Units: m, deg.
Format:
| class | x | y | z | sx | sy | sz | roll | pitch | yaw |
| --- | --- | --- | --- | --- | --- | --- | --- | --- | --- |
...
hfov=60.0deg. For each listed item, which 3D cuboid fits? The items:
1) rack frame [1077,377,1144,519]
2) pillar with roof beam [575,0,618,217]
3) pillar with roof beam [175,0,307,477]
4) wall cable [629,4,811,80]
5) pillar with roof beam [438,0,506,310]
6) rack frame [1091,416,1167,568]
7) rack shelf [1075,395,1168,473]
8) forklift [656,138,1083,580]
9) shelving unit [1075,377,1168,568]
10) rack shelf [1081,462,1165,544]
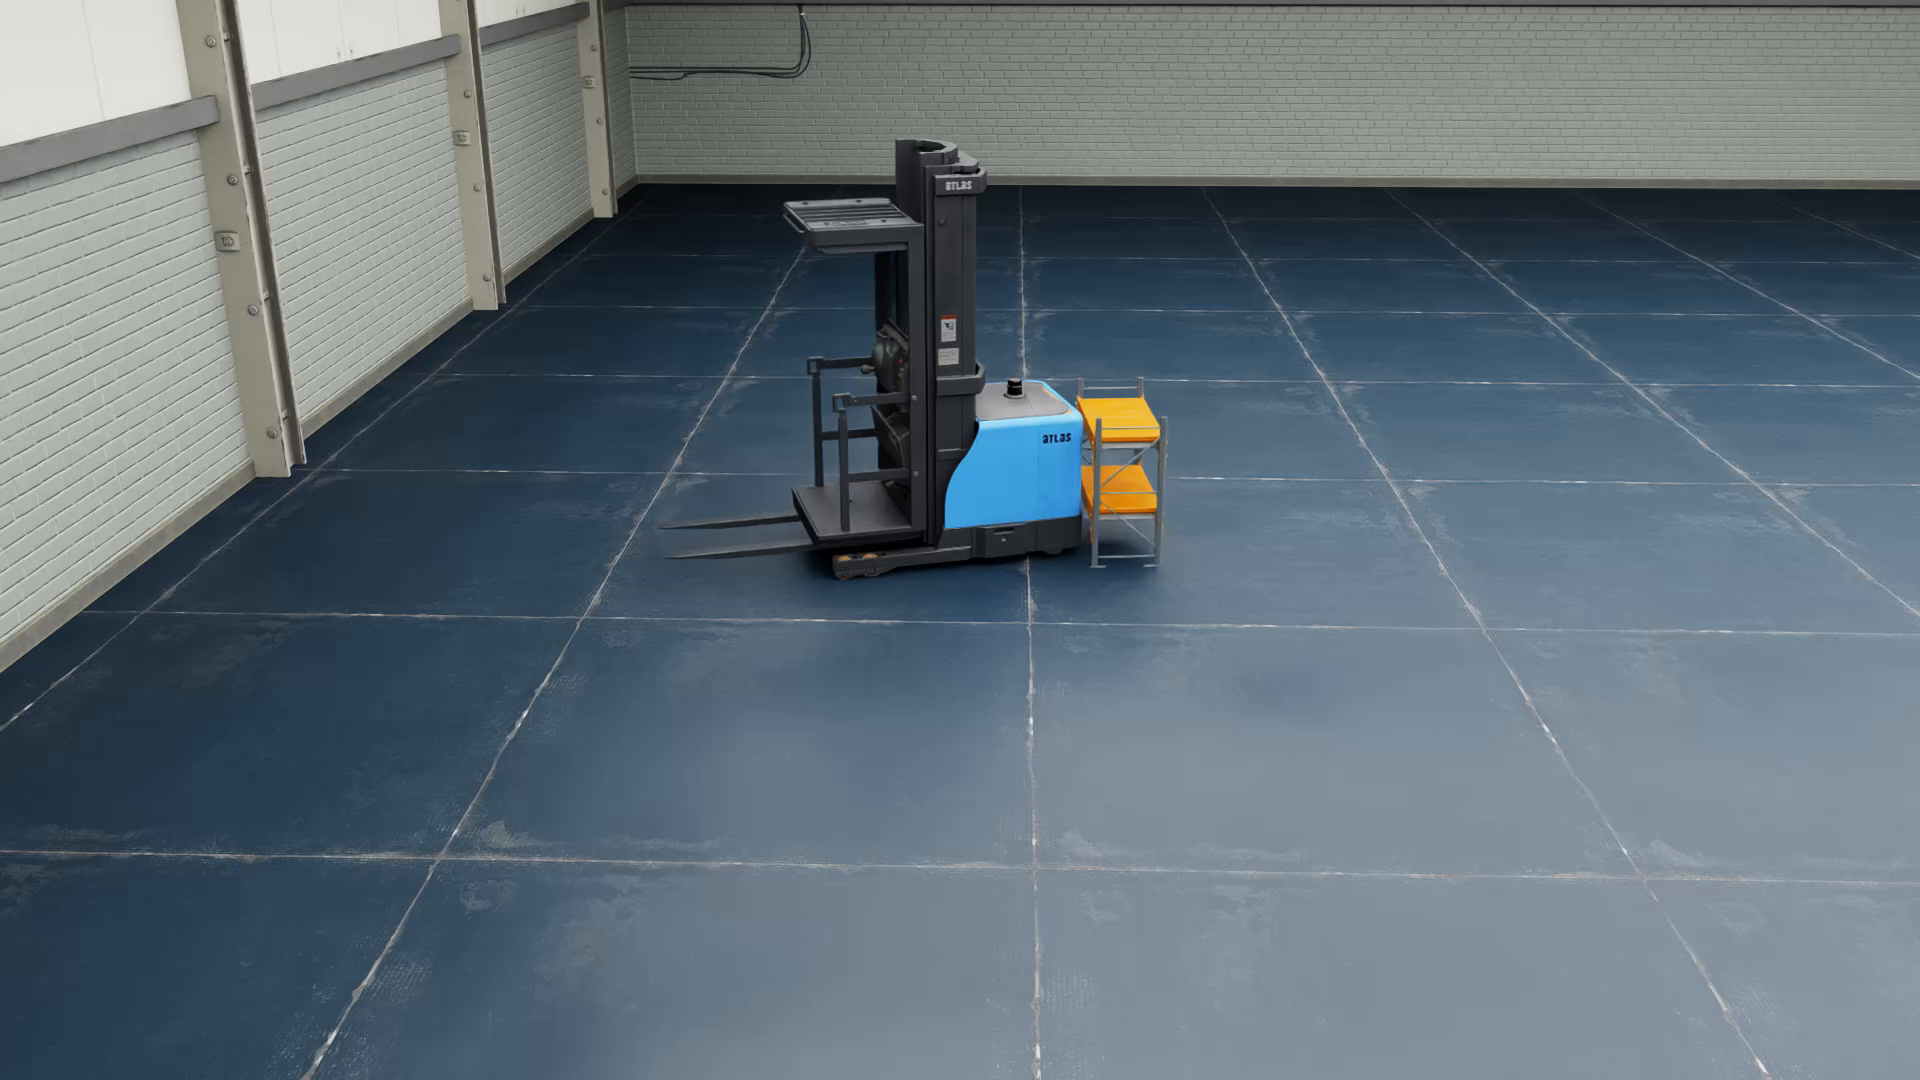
| class | x | y | z | sx | sy | sz | roll | pitch | yaw |
| --- | --- | --- | --- | --- | --- | --- | --- | --- | --- |
| rack frame | 1.139 | -0.700 | 12.776 | 0.500 | 1.125 | 0.032 | -1 | 21 | -3 |
| pillar with roof beam | -1.089 | -9.086 | 23.505 | 9.100 | 9.000 | 0.400 | 1 | 21 | 2 |
| pillar with roof beam | -1.454 | -4.747 | 12.323 | 9.100 | 9.000 | 0.400 | 1 | 21 | 2 |
| wall cable | -3.980 | -8.736 | 26.896 | 3.097 | 2.526 | 0.112 | 1 | 21 | 2 |
| pillar with roof beam | -1.271 | -6.916 | 17.914 | 9.100 | 9.000 | 0.400 | 1 | 21 | 2 |
| rack frame | 1.199 | -0.332 | 11.830 | 0.500 | 1.125 | 0.032 | -1 | 21 | -3 |
| rack shelf | 1.169 | -0.789 | 12.197 | 0.538 | 0.278 | 1.000 | -1 | 21 | -3 |
| forklift | -0.679 | -1.293 | 11.811 | 3.031 | 2.935 | 1.130 | -6 | 22 | -14 |
| shelving unit | 1.169 | -0.516 | 12.303 | 0.538 | 1.125 | 1.048 | -1 | 21 | -3 |
| rack shelf | 1.169 | -0.288 | 12.391 | 0.538 | 0.278 | 1.000 | -1 | 21 | -3 |
